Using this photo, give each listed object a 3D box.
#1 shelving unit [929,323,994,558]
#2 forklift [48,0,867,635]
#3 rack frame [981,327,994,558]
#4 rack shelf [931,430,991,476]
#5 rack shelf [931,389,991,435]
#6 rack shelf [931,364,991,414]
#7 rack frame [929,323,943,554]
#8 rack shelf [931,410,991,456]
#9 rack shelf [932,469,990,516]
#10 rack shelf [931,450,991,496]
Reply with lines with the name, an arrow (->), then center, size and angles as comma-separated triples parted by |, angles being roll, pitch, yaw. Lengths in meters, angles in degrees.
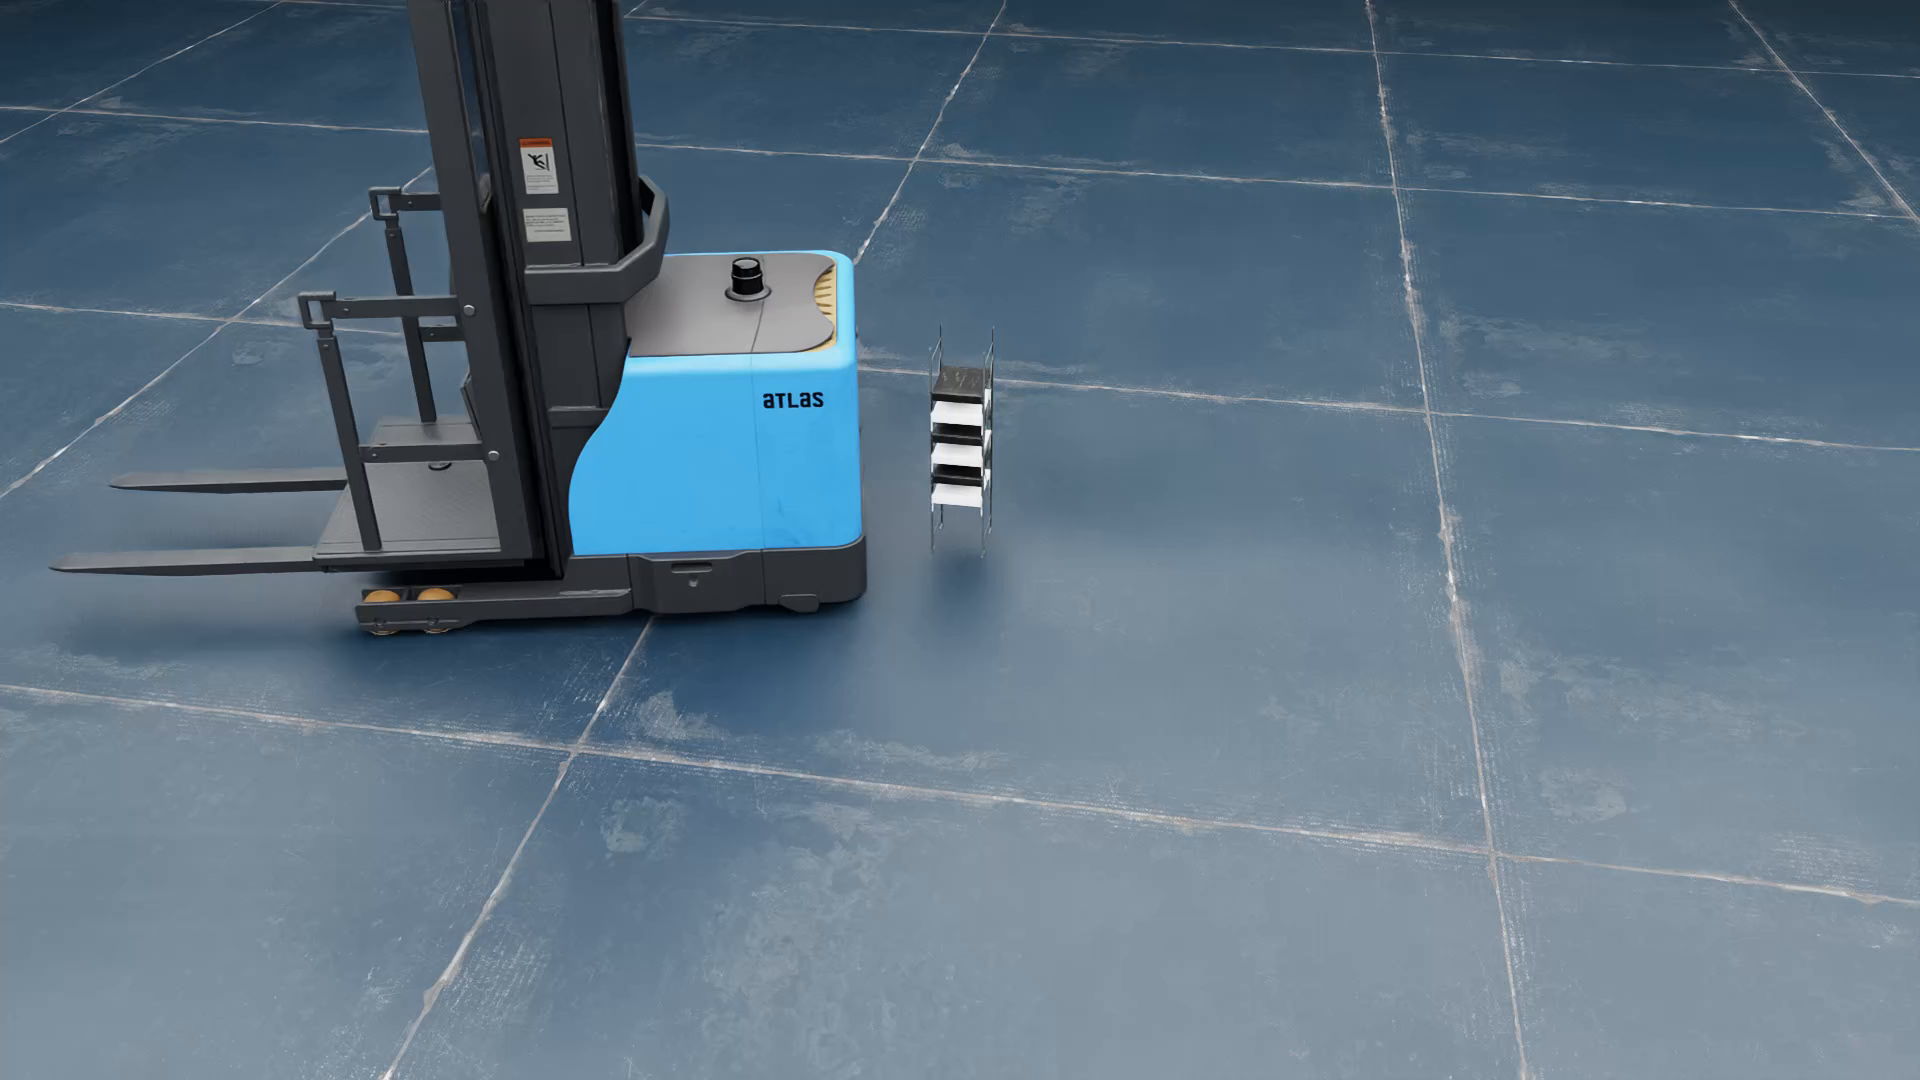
shelving unit -> 0.008, -0.381, 6.510 | 0.210, 0.900, 0.258 | 5, 32, 8
forklift -> -1.893, -1.178, 5.870 | 3.031, 2.935, 1.130 | -2, 32, -3
rack frame -> 0.108, -0.372, 6.496 | 0.006, 0.900, 0.240 | 5, 32, 8
rack shelf -> 0.008, -0.352, 6.528 | 0.200, 0.077, 0.258 | 5, 32, 8
rack shelf -> 0.008, -0.505, 6.432 | 0.200, 0.077, 0.258 | 5, 32, 8
rack shelf -> 0.008, -0.581, 6.384 | 0.200, 0.077, 0.258 | 5, 32, 8
rack frame -> -0.092, -0.390, 6.525 | 0.006, 0.900, 0.240 | 5, 32, 8
rack shelf -> 0.008, -0.429, 6.480 | 0.200, 0.077, 0.258 | 5, 32, 8
rack shelf -> 0.008, -0.200, 6.623 | 0.200, 0.077, 0.258 | 5, 32, 8
rack shelf -> 0.008, -0.276, 6.576 | 0.200, 0.077, 0.258 | 5, 32, 8
